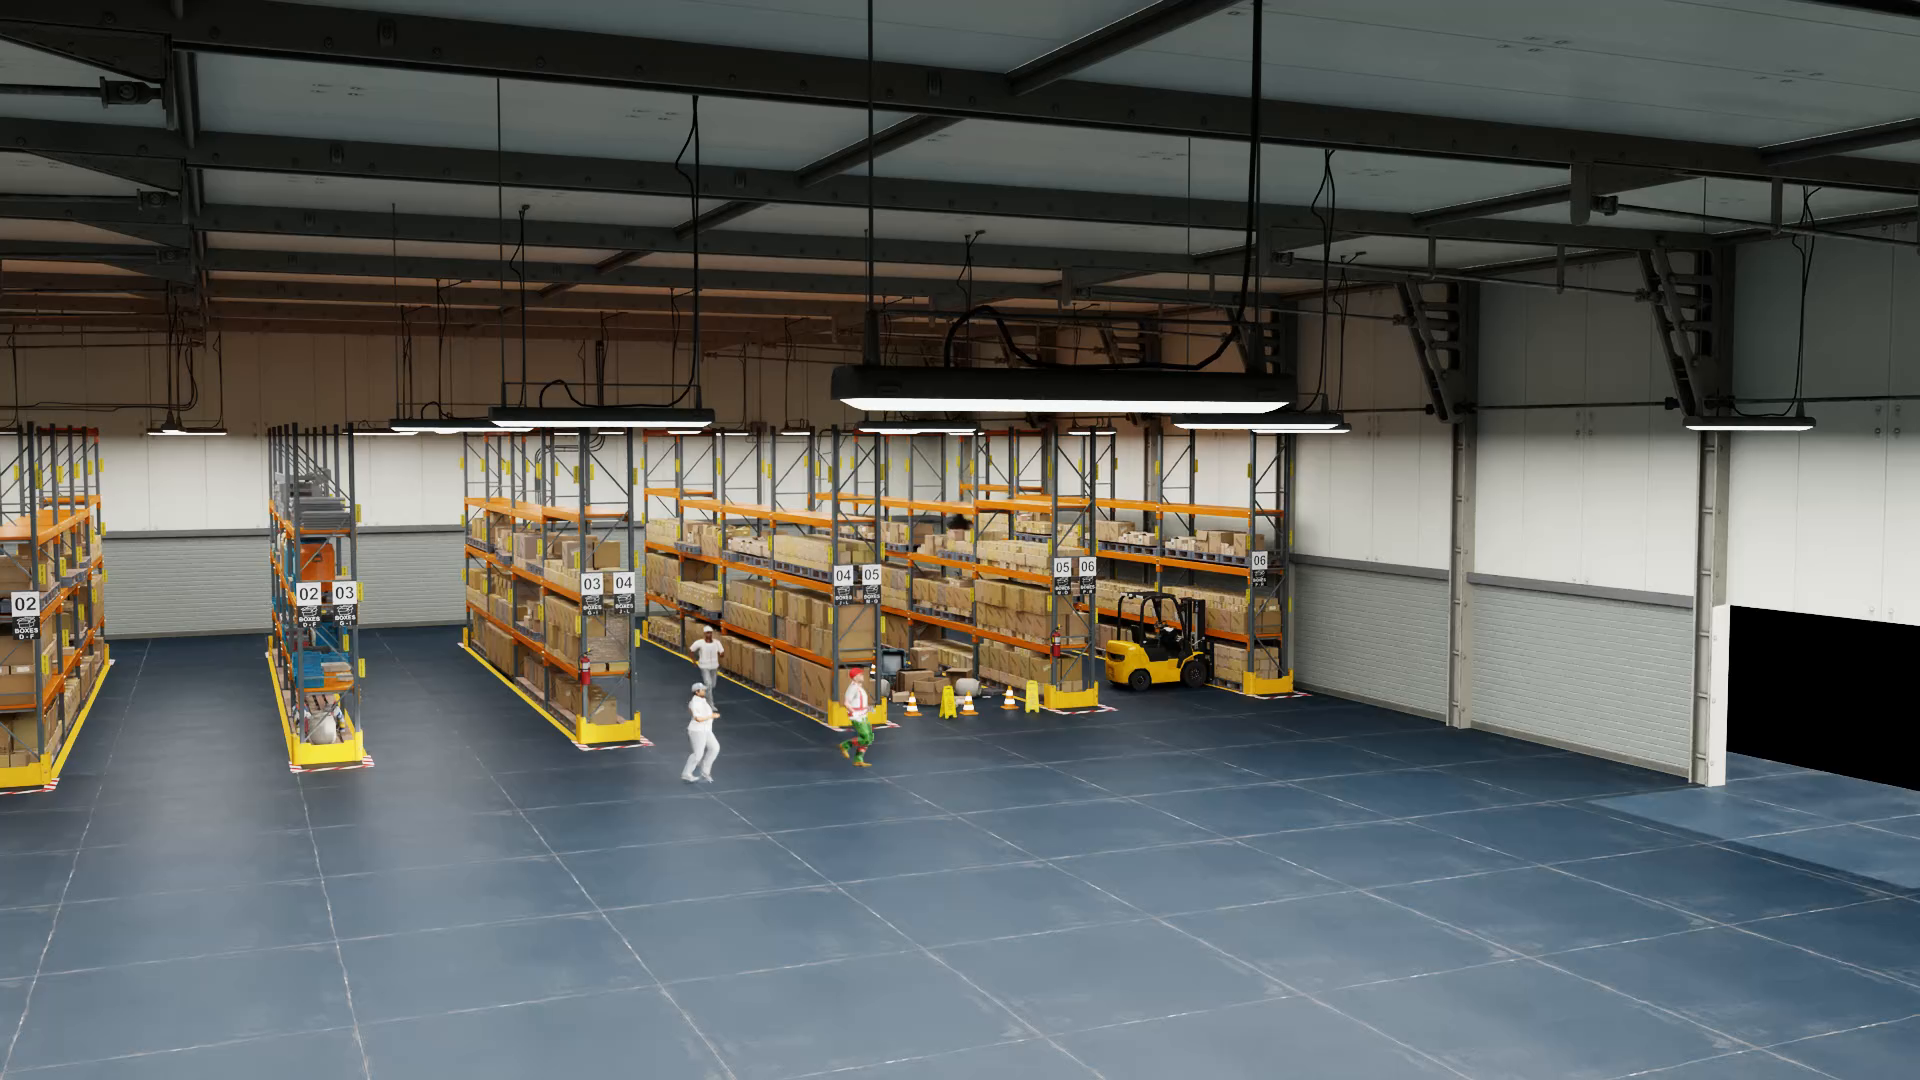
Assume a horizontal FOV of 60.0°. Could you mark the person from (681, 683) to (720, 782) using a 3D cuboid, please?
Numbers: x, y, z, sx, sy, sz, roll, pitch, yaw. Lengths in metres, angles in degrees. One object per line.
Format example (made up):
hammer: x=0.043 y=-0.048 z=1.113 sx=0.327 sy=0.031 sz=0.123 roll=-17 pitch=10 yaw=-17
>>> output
person: x=-4.292 y=3.216 z=27.611 sx=0.673 sy=1.709 sz=0.582 roll=0 pitch=3 yaw=4

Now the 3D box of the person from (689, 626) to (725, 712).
person: x=-5.276 y=2.678 z=34.923 sx=0.701 sy=1.750 sz=0.990 roll=-2 pitch=4 yaw=-33

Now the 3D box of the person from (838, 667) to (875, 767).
person: x=-1.805 y=3.088 z=29.021 sx=0.596 sy=1.737 sz=0.669 roll=1 pitch=4 yaw=11
